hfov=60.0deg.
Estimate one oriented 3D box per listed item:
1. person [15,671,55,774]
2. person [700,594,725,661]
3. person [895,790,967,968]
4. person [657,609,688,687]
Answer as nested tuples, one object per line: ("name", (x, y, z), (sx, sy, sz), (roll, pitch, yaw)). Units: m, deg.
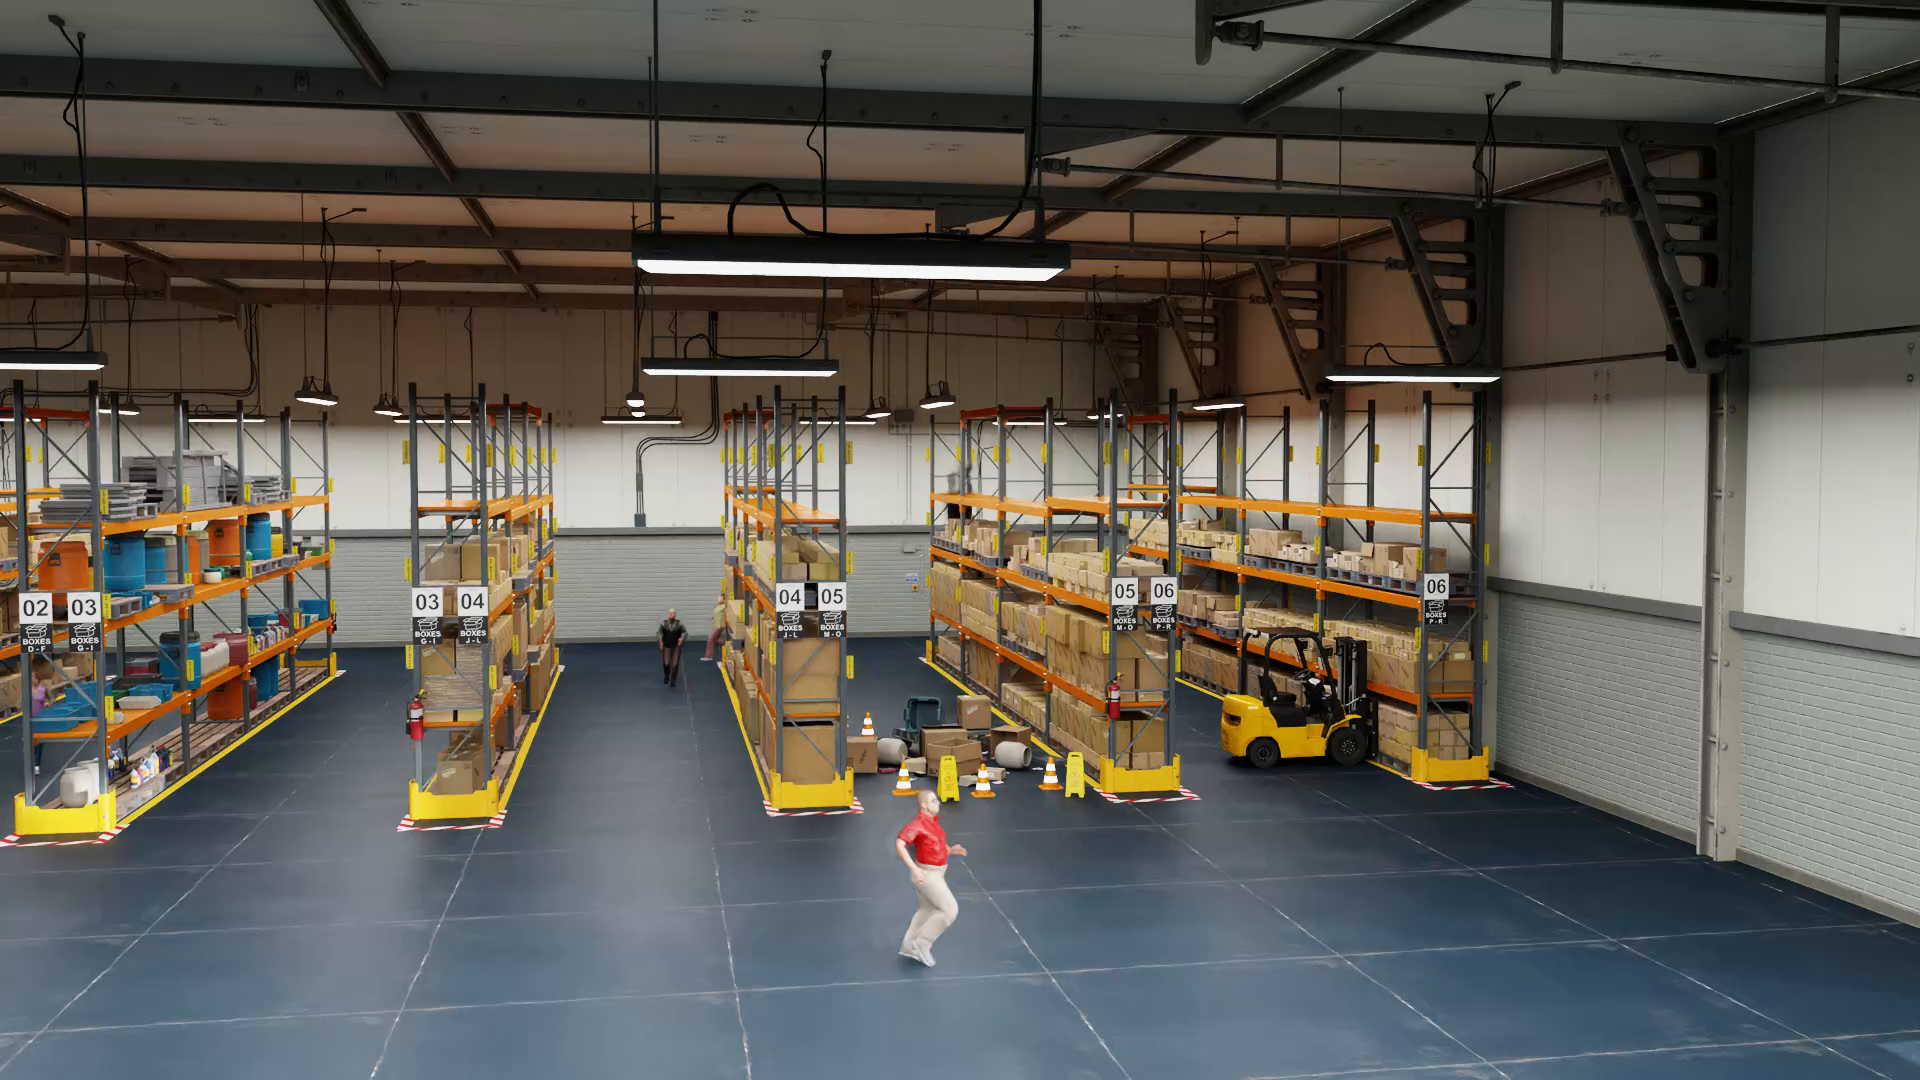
("person", (-14.585, 2.860, 26.217), (0.541, 1.568, 0.867), (-1, 3, -24))
("person", (-5.877, 2.123, 40.411), (0.856, 1.630, 0.646), (-1, 3, -22))
("person", (-0.264, 3.321, 16.334), (0.675, 1.720, 0.641), (0, 3, 10))
("person", (-6.219, 2.337, 35.970), (0.671, 1.689, 0.538), (0, 3, -9))
